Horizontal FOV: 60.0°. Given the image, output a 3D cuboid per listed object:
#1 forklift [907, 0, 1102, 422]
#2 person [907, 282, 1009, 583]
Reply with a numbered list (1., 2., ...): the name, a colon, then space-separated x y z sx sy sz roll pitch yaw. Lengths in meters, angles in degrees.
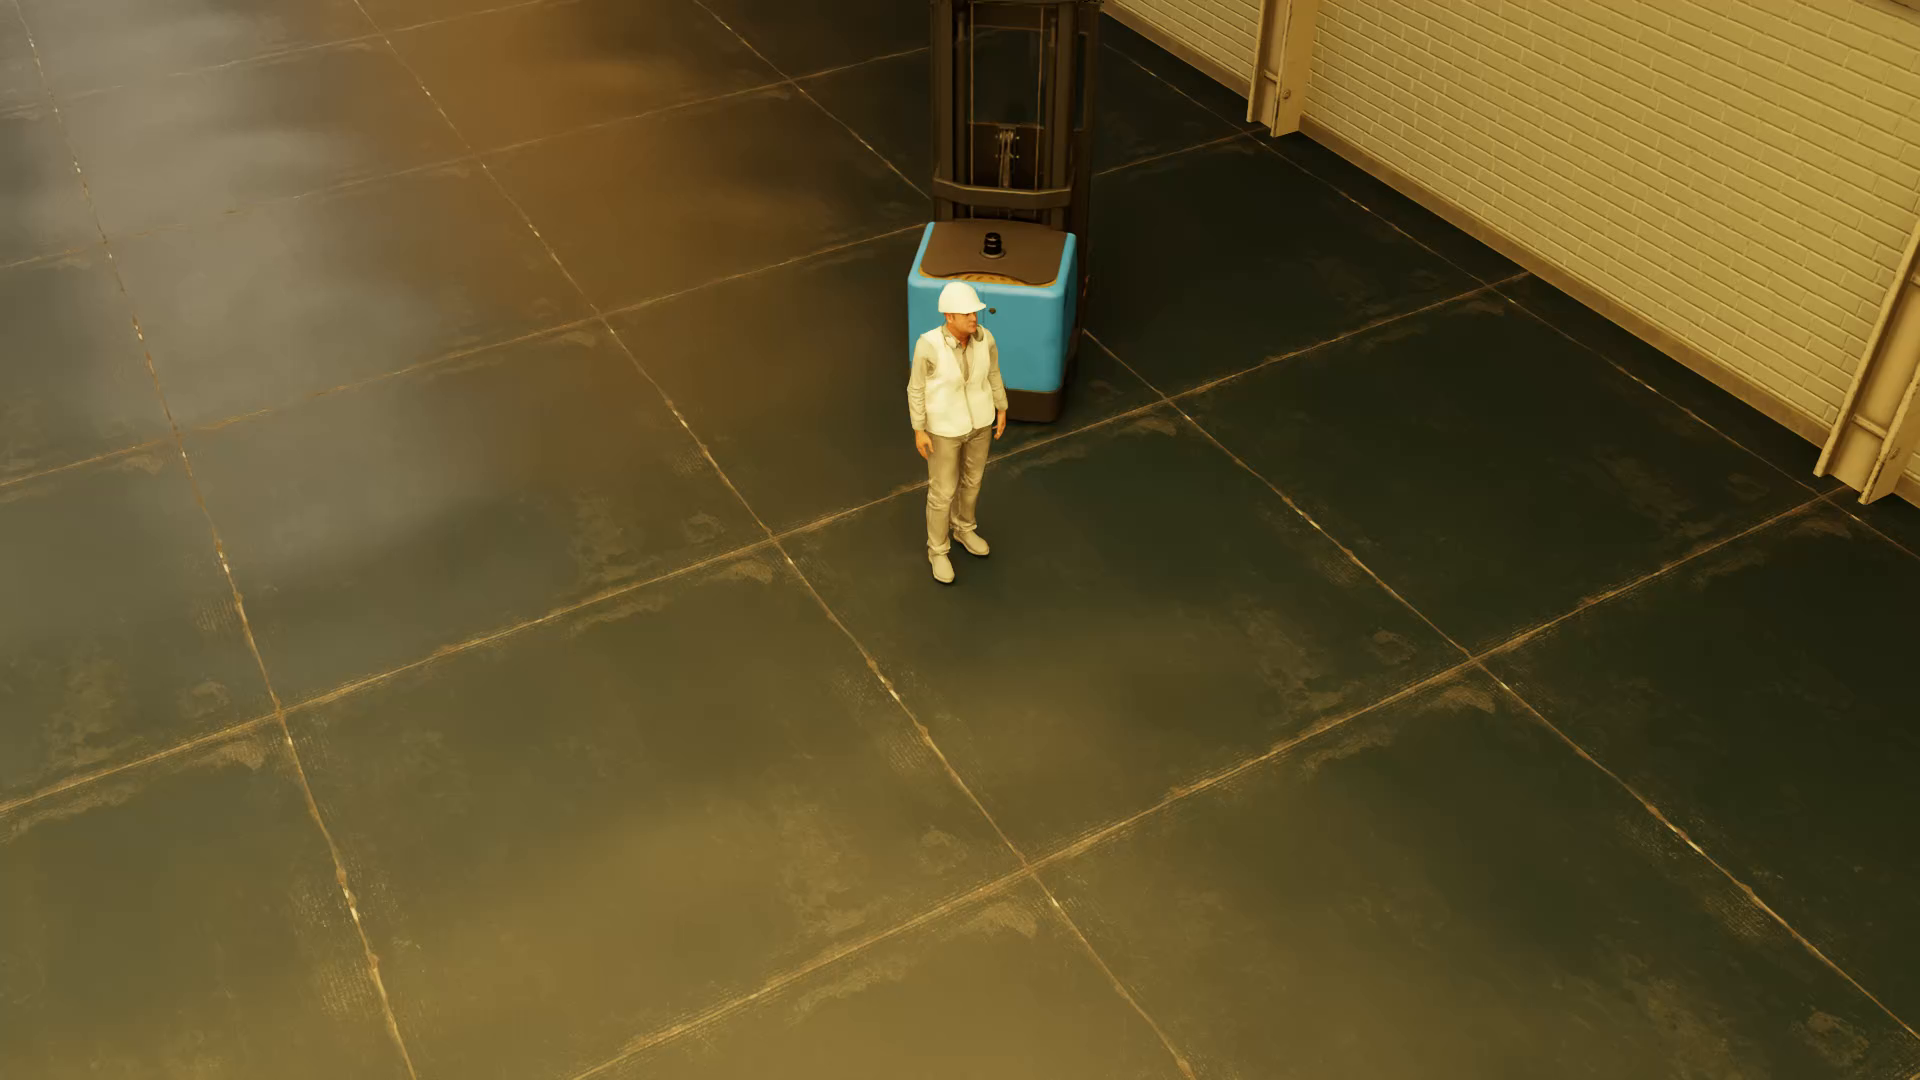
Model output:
1. forklift: 0.391 -2.859 11.483 1.130 2.935 3.031 6 40 7
2. person: 0.025 -0.651 9.716 0.634 1.775 0.566 -20 44 -23
